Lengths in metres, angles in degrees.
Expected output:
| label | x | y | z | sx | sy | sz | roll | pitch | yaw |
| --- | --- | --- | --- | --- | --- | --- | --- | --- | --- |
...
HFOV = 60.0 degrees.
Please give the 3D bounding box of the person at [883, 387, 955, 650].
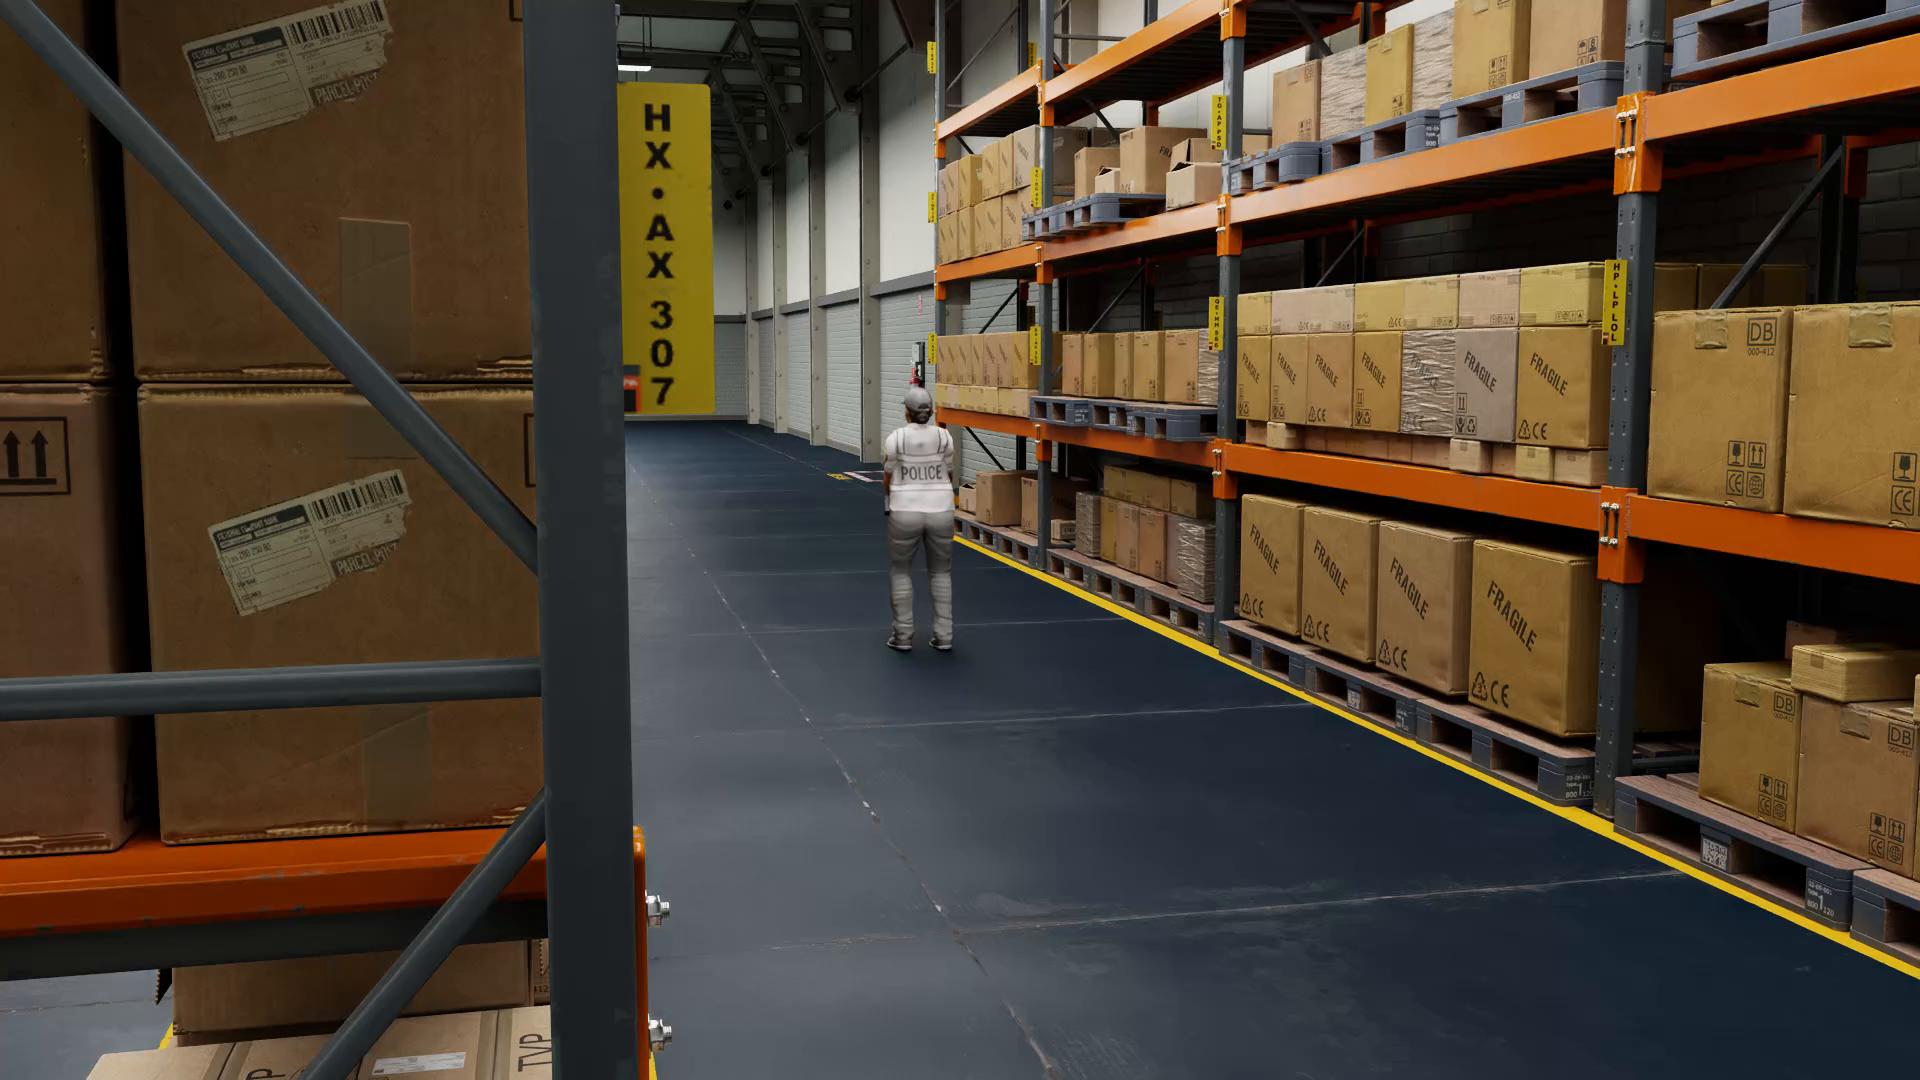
| label | x | y | z | sx | sy | sz | roll | pitch | yaw |
| --- | --- | --- | --- | --- | --- | --- | --- | --- | --- |
| person | -0.272 | -0.137 | 10.468 | 0.453 | 1.653 | 0.541 | -2 | 6 | -14 |
